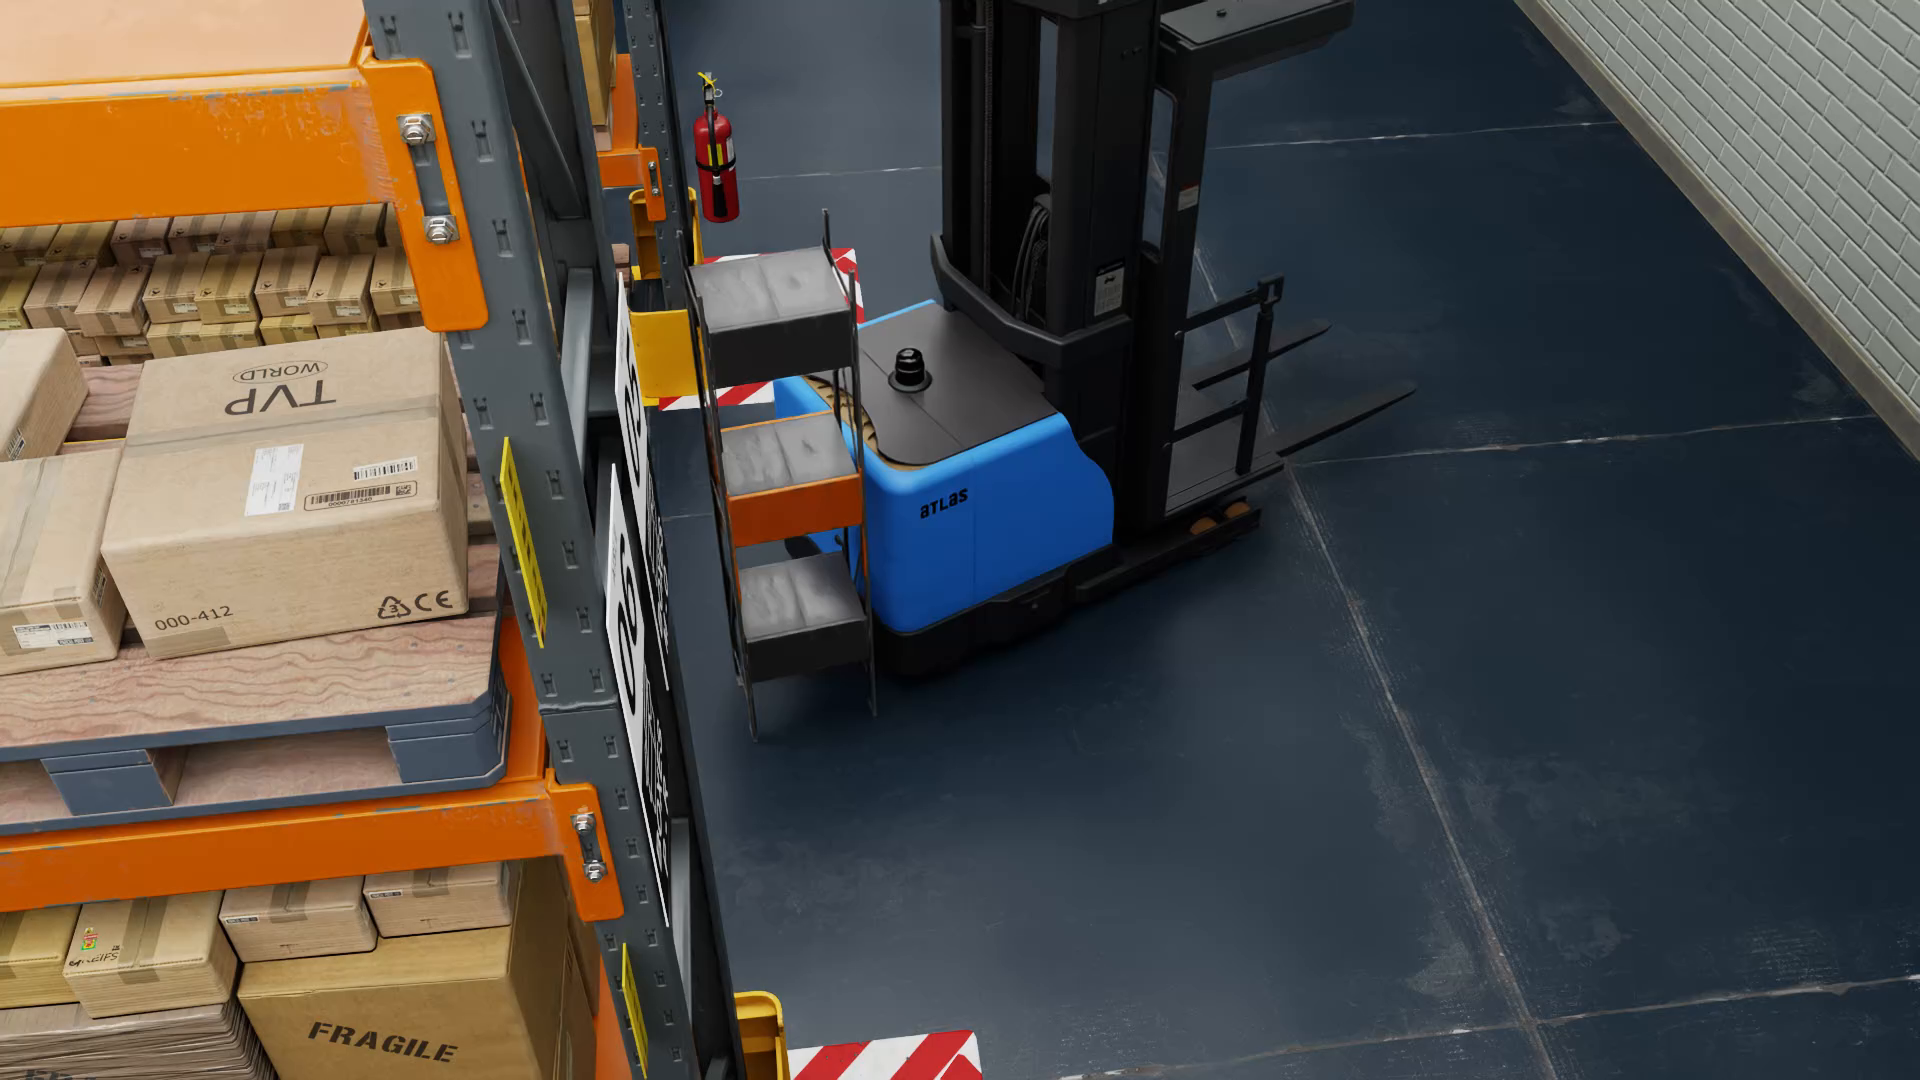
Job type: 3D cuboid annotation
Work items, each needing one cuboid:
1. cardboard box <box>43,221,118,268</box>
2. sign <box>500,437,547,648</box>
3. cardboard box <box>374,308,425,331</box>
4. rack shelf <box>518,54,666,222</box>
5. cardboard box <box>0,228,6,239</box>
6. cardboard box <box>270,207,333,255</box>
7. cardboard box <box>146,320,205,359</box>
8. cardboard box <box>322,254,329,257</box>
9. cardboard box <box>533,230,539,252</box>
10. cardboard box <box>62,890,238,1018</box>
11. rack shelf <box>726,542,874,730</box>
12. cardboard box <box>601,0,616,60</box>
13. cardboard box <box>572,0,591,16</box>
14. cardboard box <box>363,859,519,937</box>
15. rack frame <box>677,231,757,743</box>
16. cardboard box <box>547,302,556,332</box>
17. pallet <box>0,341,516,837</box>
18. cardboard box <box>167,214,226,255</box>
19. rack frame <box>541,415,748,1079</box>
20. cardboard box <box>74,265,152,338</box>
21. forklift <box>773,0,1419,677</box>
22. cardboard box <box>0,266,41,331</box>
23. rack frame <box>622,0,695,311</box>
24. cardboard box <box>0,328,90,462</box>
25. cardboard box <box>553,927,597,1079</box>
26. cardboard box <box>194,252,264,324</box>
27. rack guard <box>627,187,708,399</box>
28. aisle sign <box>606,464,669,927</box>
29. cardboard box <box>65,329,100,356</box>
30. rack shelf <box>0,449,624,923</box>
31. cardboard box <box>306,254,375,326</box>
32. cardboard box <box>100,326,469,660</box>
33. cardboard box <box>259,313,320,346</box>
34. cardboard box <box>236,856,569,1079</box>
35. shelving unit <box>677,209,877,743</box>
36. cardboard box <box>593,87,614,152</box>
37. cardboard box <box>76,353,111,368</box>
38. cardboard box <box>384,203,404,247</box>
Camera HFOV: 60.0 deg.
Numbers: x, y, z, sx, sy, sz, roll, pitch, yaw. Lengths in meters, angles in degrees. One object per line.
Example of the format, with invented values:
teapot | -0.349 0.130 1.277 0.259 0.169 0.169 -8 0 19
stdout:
cardboard box | -4.306 -1.440 8.193 0.250 0.149 0.380 -4 42 -4
sign | -0.621 0.007 2.376 0.005 0.325 0.100 -5 42 -6
cardboard box | -2.701 -1.191 8.139 0.250 0.149 0.380 -5 42 -6
rack shelf | -3.403 -1.779 7.735 4.000 0.370 1.077 -5 42 -6
cardboard box | -4.819 -1.443 8.196 0.250 0.149 0.380 -5 42 -5
cardboard box | -3.286 -1.591 8.360 0.250 0.149 0.380 -4 42 -5
cardboard box | -3.707 -1.036 7.967 0.250 0.149 0.380 -5 42 -6
cardboard box | -3.266 -1.399 8.370 0.250 0.149 0.380 -3 42 -3
cardboard box | -2.169 -1.340 8.082 0.250 0.149 0.380 -4 42 -5
cardboard box | -1.502 0.690 3.155 0.250 0.149 0.380 -5 42 -6
rack shelf | -0.631 0.377 6.544 0.480 0.518 0.431 -11 43 -12
cardboard box | -1.901 -2.512 7.714 0.500 0.500 0.500 -3 42 -3
cardboard box | -1.842 -2.534 6.992 0.500 0.500 0.500 -6 42 -6
cardboard box | -1.008 0.574 3.284 0.250 0.149 0.380 -4 42 -5
rack frame | -0.865 -0.106 6.015 0.015 2.100 0.400 -11 43 -12
cardboard box | -1.906 -1.192 8.140 0.250 0.149 0.380 -6 42 -7
pallet | -1.412 0.049 2.998 1.213 0.211 1.003 -5 42 -6
cardboard box | -3.783 -1.557 8.322 0.250 0.149 0.380 -6 42 -7
rack frame | -0.678 1.059 4.052 0.127 3.000 1.000 -5 42 -6
cardboard box | -3.974 -1.128 7.847 0.250 0.149 0.380 -4 42 -5
forklift | 0.743 -1.297 6.715 3.031 2.935 1.130 -23 47 -24
cardboard box | -4.493 -1.122 7.841 0.250 0.149 0.380 -6 42 -6
rack frame | -1.420 -2.220 7.687 0.127 3.000 1.000 -5 42 -6
cardboard box | -1.787 -0.213 3.022 0.250 0.149 0.380 -4 42 -4
cardboard box | -1.122 1.239 3.777 0.500 0.500 0.500 -5 42 -5
cardboard box | -3.465 -1.202 7.929 0.250 0.149 0.380 -5 42 -5
rack guard | -1.495 -1.285 8.517 0.348 0.500 1.175 -5 42 -6
aisle sign | -0.566 0.293 2.960 0.004 0.787 0.394 -5 42 -6
cardboard box | -4.241 -1.048 7.980 0.250 0.149 0.380 -7 43 -8
rack shelf | -2.661 0.386 3.096 4.000 0.370 1.077 -5 42 -6
cardboard box | -2.933 -1.193 7.919 0.250 0.149 0.380 -4 42 -4
cardboard box | -1.113 -0.094 2.814 0.500 0.250 0.500 -9 43 -9
cardboard box | -3.190 -1.083 8.019 0.250 0.149 0.380 -3 42 -3
cardboard box | -1.125 0.850 3.462 0.500 0.500 0.500 -4 42 -4
shelving unit | -0.631 -0.153 6.067 0.503 2.100 0.431 -11 43 -12
cardboard box | -1.707 -1.911 7.531 0.250 0.149 0.380 -5 42 -5
cardboard box | -4.235 -0.923 8.063 0.250 0.149 0.380 -6 42 -6
cardboard box | -2.743 -1.601 8.372 0.250 0.149 0.380 -7 43 -8
